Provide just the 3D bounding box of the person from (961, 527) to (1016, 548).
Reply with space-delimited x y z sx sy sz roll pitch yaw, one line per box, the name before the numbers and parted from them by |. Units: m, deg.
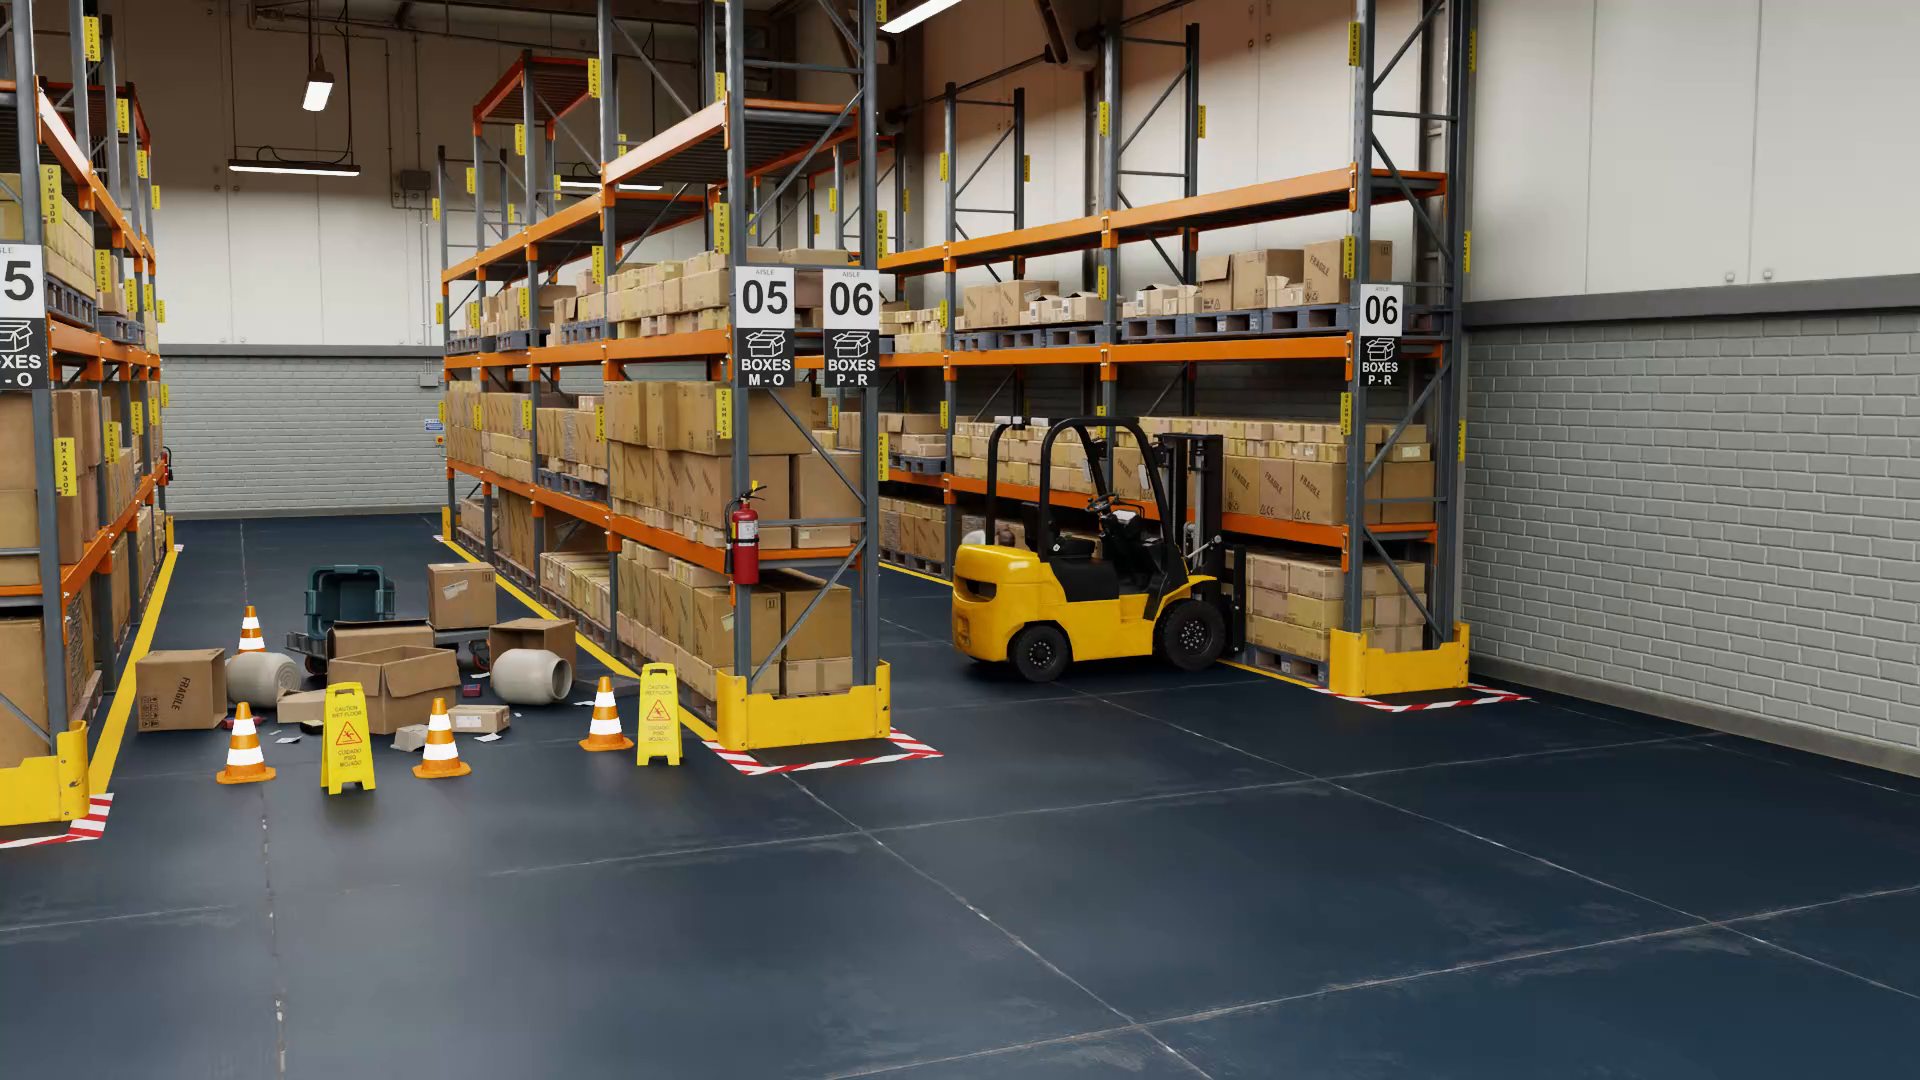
person | 0.303 0.360 16.940 0.460 0.964 0.867 -3 6 -26
